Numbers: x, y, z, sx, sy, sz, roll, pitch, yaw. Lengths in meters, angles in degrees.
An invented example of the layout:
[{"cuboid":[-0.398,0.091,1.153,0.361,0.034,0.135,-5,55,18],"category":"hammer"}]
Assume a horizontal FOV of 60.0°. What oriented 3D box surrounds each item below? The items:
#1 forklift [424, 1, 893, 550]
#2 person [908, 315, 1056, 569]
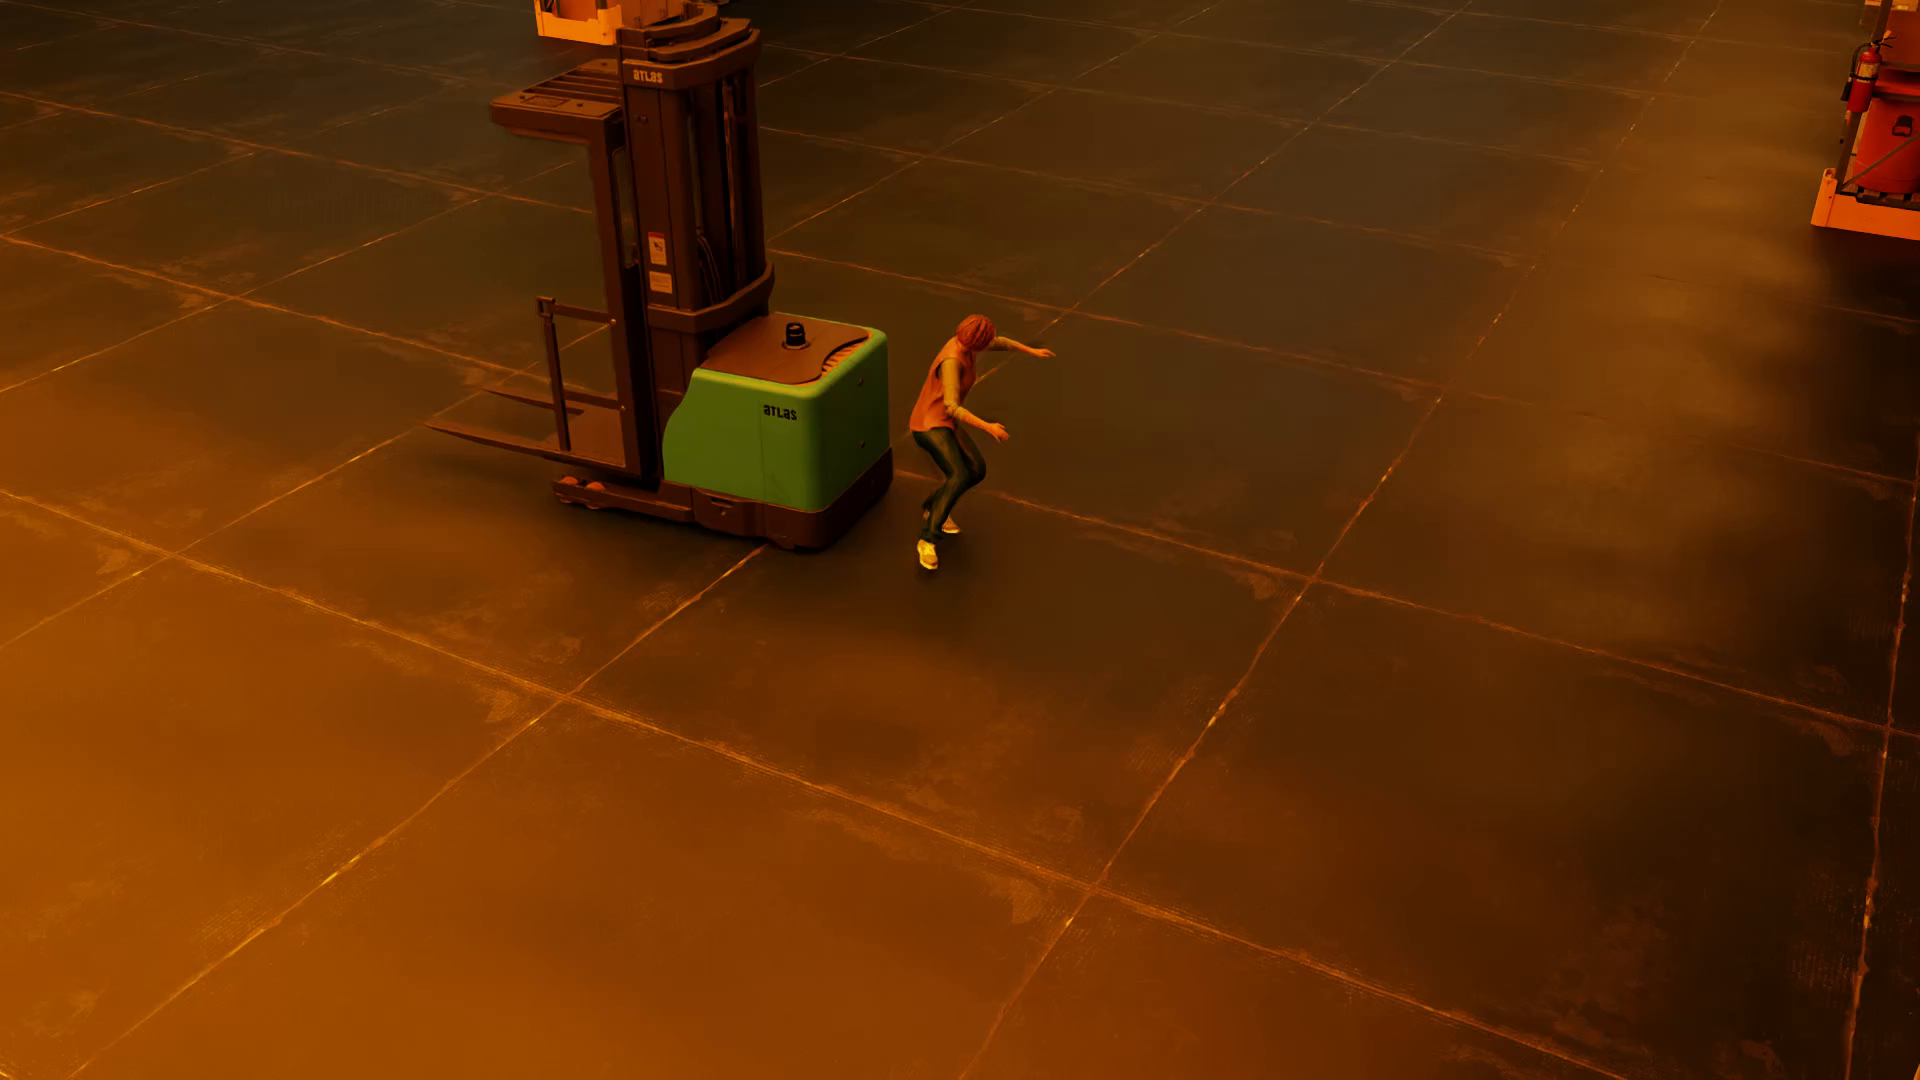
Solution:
[{"cuboid":[-1.988,-1.687,9.993,3.031,2.935,1.130,12,32,20],"category":"forklift"},{"cuboid":[0.046,-0.619,9.747,0.769,1.361,1.204,8,31,13],"category":"person"}]
